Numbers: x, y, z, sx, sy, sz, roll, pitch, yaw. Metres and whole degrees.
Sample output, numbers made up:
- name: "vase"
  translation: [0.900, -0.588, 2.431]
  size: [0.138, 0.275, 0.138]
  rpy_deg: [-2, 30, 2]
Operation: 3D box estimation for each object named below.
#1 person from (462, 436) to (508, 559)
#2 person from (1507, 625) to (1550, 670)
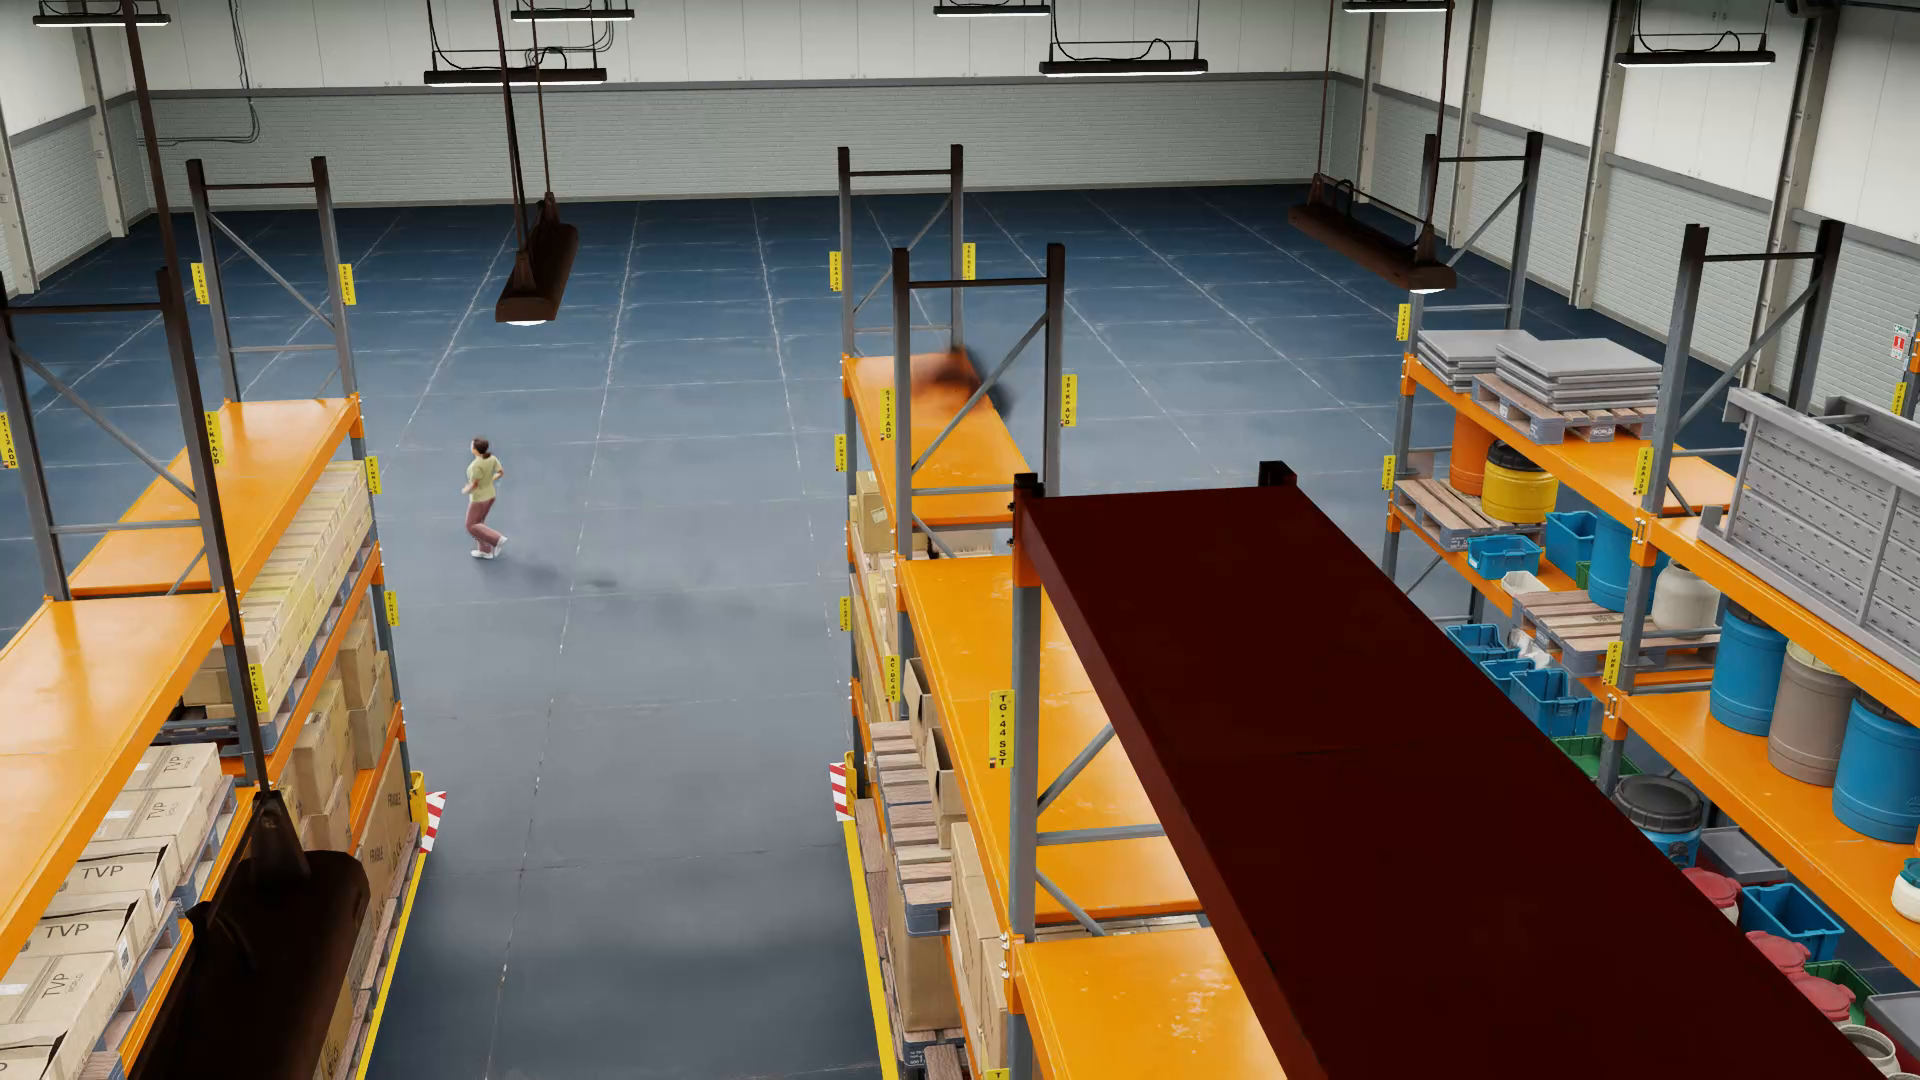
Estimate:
- name: "person"
  translation: [-5.914, -0.521, 20.752]
  size: [0.609, 1.619, 0.580]
  rpy_deg: [8, 23, 20]
- name: "person"
  translation: [5.592, 1.234, 16.287]
  size: [0.665, 1.651, 0.704]
  rpy_deg: [-16, 26, -34]
